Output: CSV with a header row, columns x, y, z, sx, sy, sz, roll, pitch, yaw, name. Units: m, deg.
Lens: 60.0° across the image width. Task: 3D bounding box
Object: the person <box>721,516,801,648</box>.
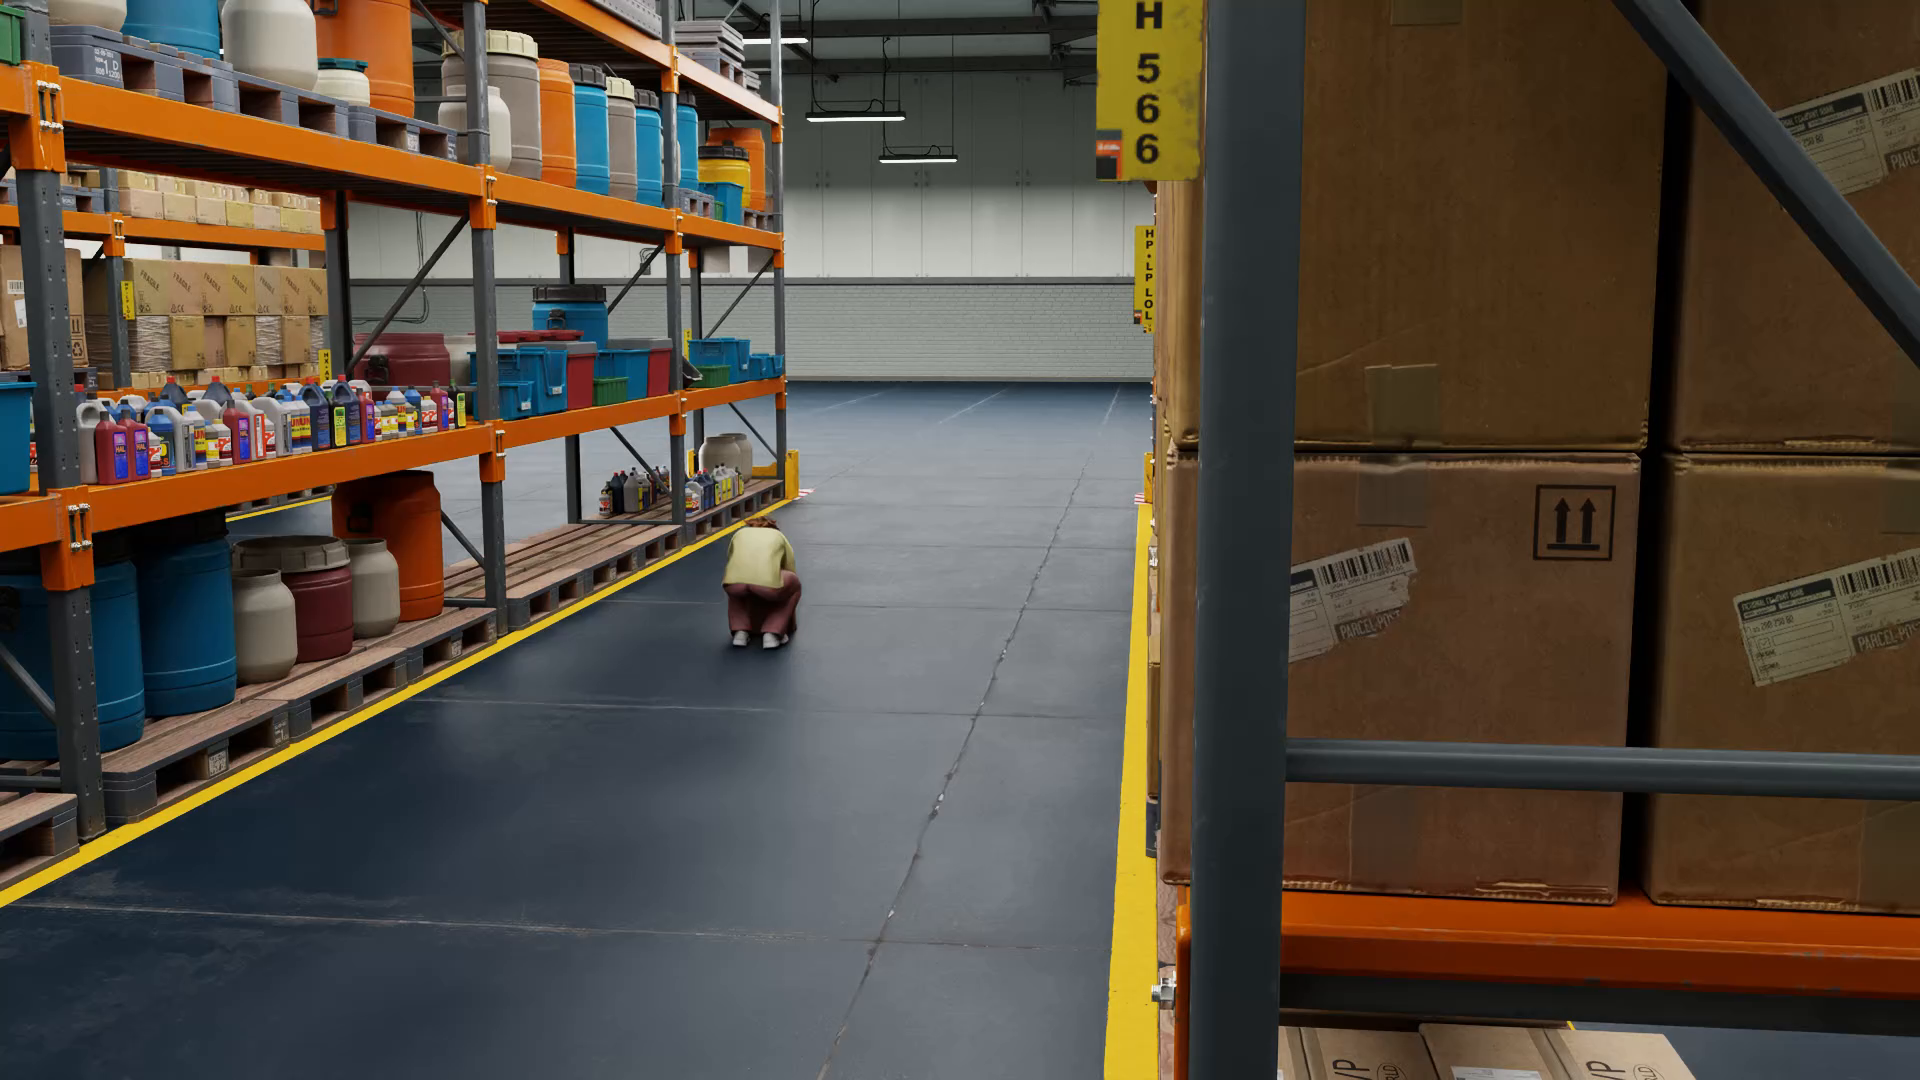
x,y,z,sx,sy,sz,roll,pitch,yaw,name
-1.204,0.268,10.038,0.461,0.802,0.843,1,8,5,person
